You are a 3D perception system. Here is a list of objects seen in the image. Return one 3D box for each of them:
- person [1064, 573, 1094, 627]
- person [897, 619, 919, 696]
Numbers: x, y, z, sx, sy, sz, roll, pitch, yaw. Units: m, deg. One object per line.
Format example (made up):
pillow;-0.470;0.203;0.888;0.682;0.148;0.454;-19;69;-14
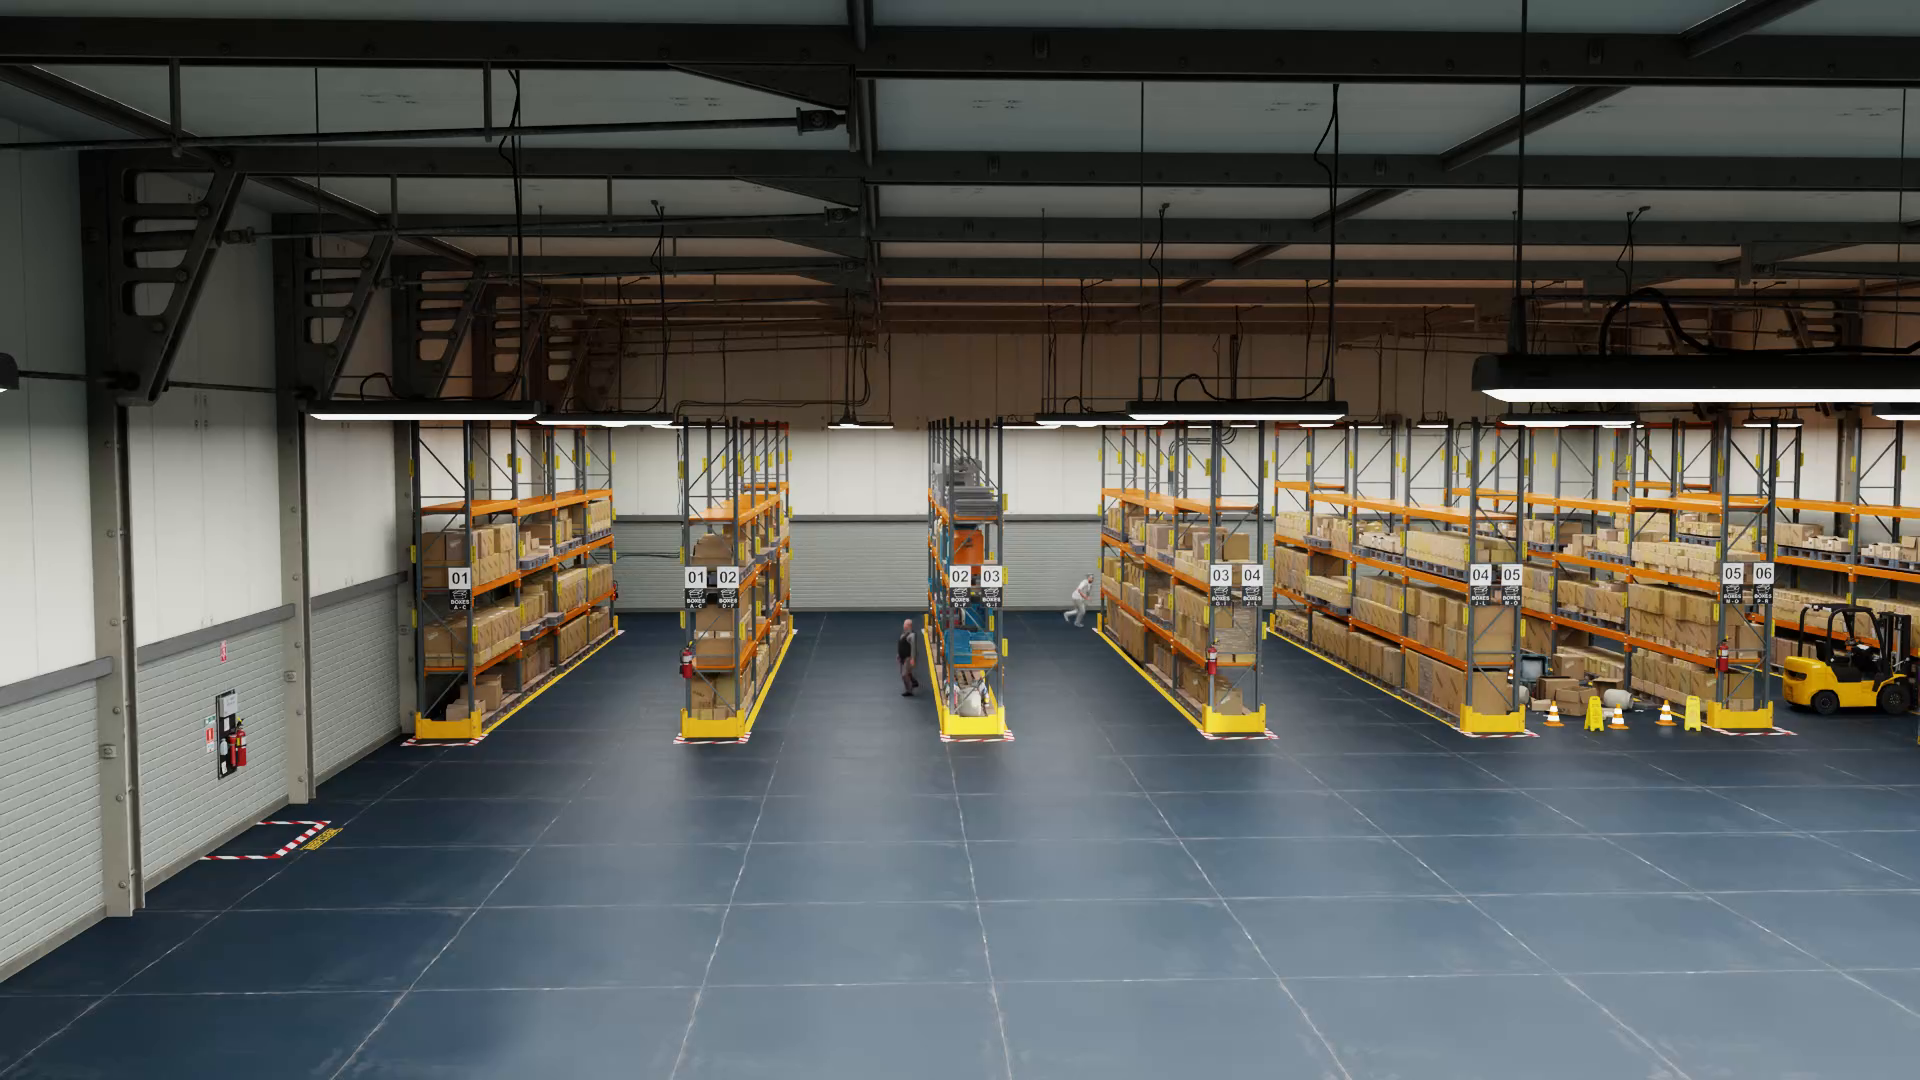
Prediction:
person;3.528;1.754;48.917;0.892;1.574;0.676;1;4;18
person;-1.106;2.524;36.149;0.708;1.656;0.825;-2;4;-32
